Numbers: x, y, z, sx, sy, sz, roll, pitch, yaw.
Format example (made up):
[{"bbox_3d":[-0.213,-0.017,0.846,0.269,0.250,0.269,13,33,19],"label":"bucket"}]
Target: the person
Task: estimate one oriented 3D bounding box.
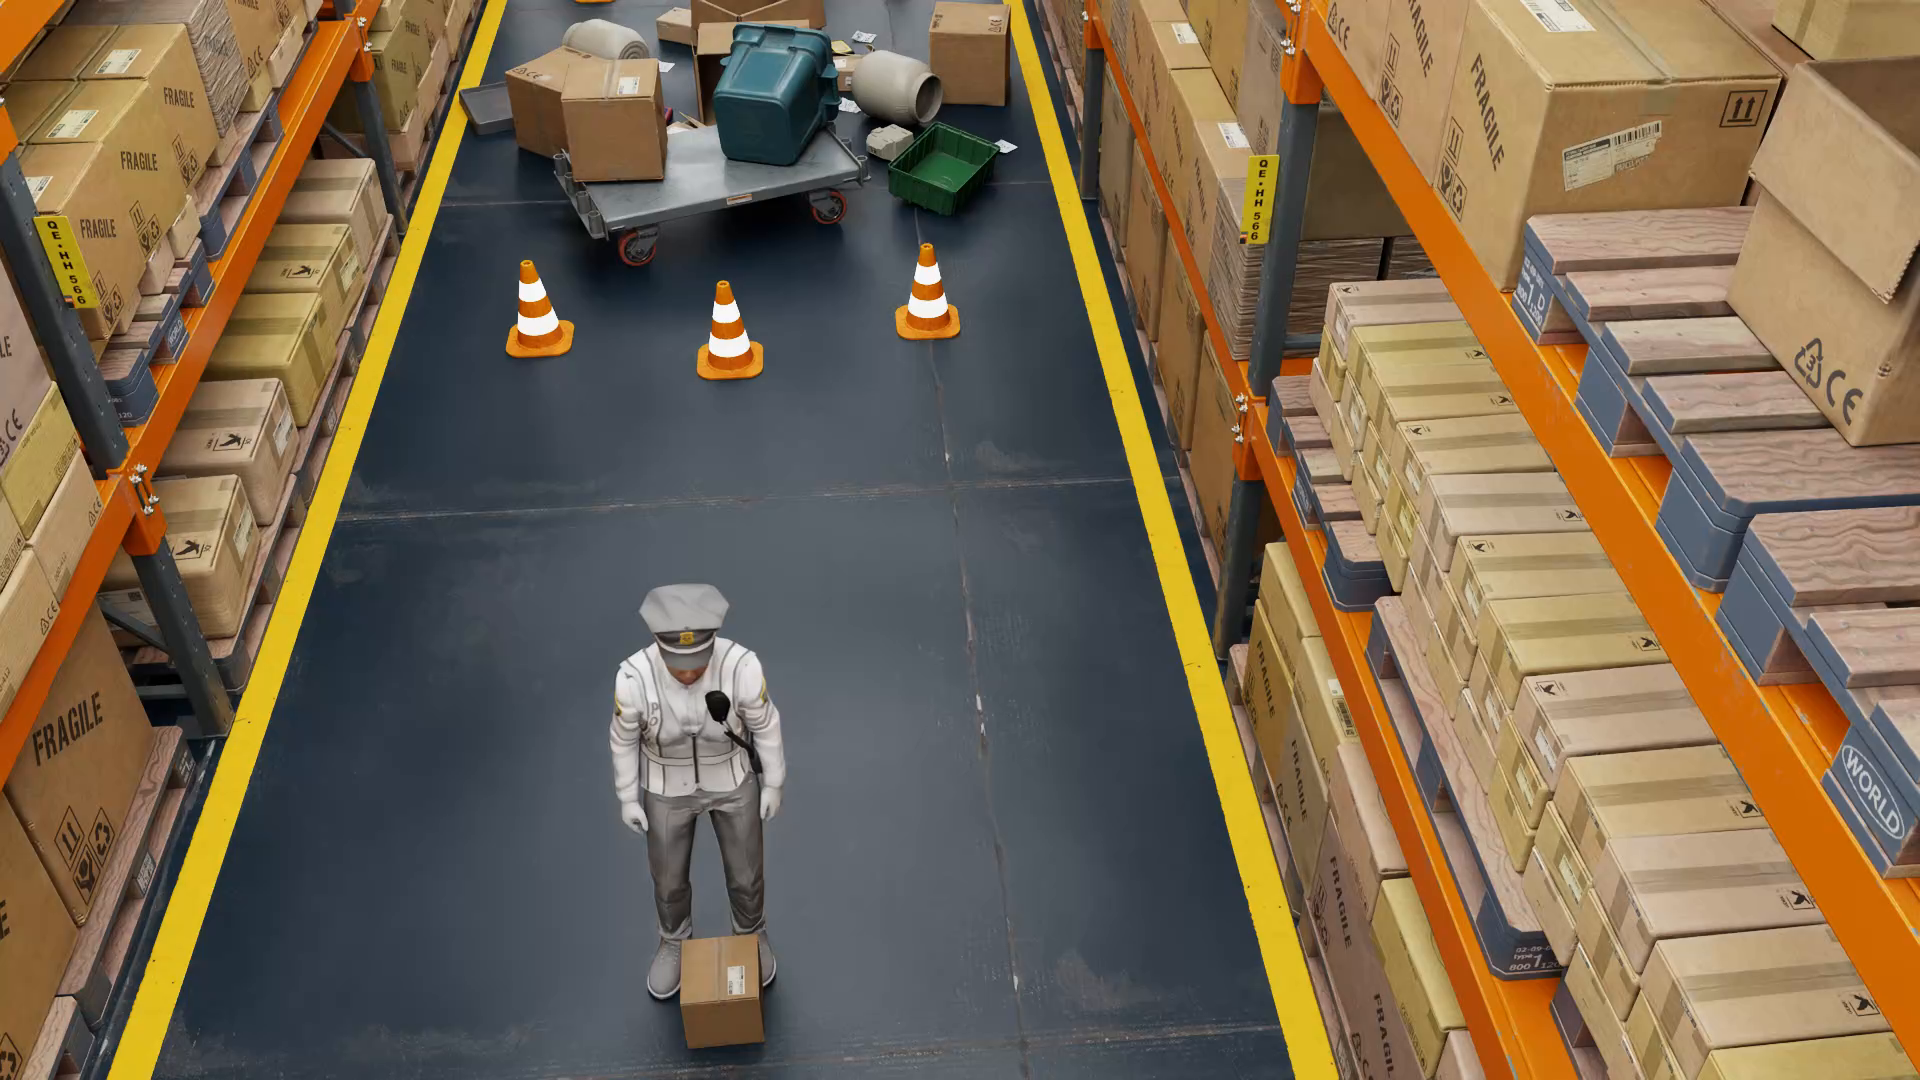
[{"bbox_3d":[-0.806,0.782,5.199,0.531,1.662,0.375,-5,40,-6],"label":"person"}]
